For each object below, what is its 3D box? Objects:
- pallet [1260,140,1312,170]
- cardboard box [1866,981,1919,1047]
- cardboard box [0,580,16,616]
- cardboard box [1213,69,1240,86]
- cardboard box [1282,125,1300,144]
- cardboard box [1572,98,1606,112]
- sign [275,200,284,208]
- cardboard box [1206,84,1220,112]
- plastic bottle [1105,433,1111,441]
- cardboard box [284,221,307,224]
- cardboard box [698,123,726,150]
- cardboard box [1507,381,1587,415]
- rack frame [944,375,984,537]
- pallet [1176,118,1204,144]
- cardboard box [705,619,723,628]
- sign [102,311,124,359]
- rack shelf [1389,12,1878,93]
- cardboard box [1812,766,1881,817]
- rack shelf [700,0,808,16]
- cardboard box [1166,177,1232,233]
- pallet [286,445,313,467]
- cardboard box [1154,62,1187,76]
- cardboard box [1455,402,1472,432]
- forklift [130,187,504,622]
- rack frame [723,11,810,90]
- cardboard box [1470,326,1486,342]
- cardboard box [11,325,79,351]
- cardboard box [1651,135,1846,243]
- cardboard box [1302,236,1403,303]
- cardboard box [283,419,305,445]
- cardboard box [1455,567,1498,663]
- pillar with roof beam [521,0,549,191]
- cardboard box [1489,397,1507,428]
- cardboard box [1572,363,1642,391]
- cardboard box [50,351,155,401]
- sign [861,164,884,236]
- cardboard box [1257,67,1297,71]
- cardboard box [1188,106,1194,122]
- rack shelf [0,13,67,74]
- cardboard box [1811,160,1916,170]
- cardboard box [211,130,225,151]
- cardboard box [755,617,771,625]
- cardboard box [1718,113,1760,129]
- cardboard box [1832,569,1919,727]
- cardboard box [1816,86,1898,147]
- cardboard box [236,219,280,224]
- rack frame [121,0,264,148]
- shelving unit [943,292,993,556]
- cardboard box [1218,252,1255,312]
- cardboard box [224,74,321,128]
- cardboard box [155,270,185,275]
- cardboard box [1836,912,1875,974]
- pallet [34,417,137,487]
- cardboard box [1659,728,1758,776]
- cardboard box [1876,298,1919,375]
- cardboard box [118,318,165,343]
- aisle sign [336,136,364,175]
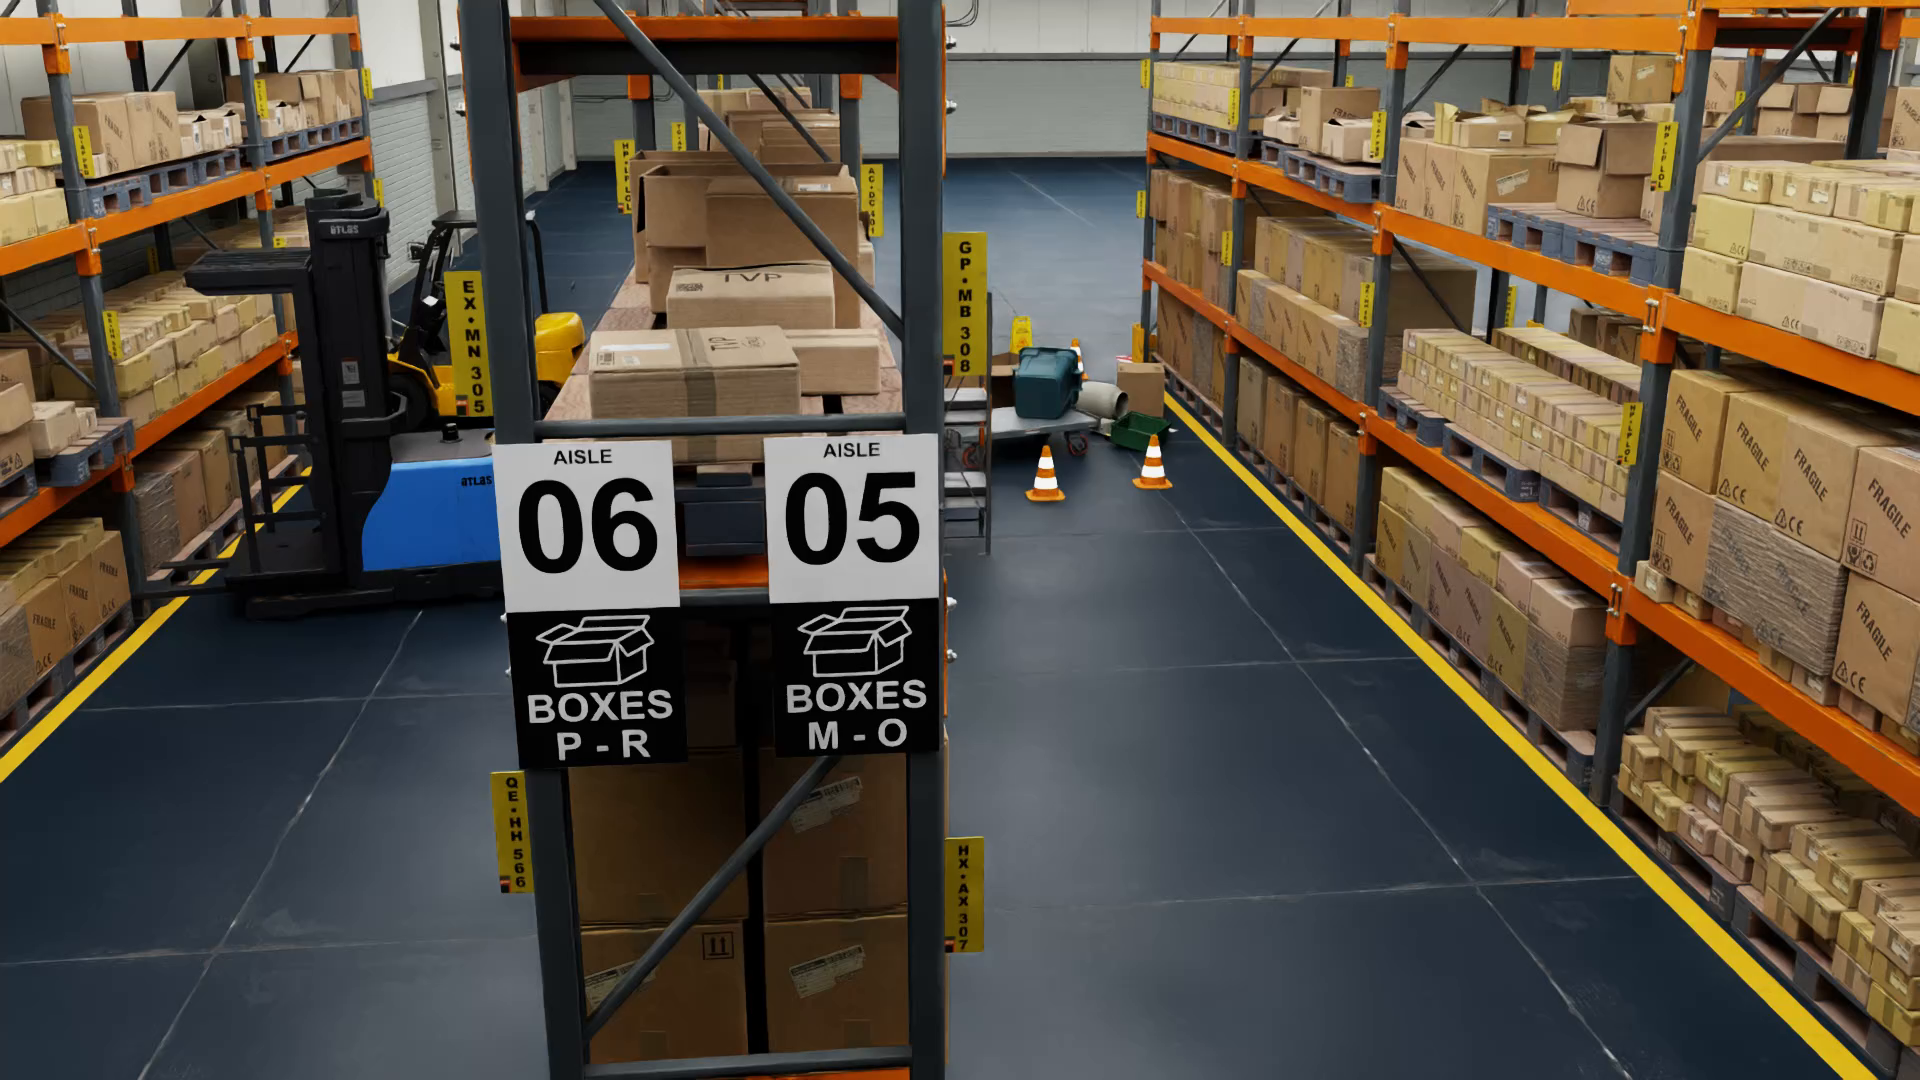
[{"bbox_3d":[3.277,-3.458,14.996,0.805,0.209,1.217,-2,18,-8],"label":"pallet"},{"bbox_3d":[3.914,1.892,6.700,0.380,0.149,0.250,-3,18,-8],"label":"cardboard box"},{"bbox_3d":[-5.892,0.357,9.921,0.380,0.149,0.250,-3,18,-8],"label":"cardboard box"},{"bbox_3d":[2.728,-4.579,16.467,0.380,0.149,0.250,-2,18,-6],"label":"cardboard box"},{"bbox_3d":[3.020,-3.524,14.437,0.380,0.149,0.250,-2,18,-6],"label":"cardboard box"},{"bbox_3d":[7.394,-5.085,19.444,0.380,0.149,0.250,-1,17,-4],"label":"cardboard box"},{"bbox_3d":[-7.682,-3.680,18.813,0.100,0.325,0.005,-2,18,-6],"label":"sign"},{"bbox_3d":[2.776,-4.429,16.655,0.500,0.250,0.500,-2,18,-6],"label":"cardboard box"},{"bbox_3d":[1.604,-1.024,16.836,0.133,0.061,0.283,-12,21,-34],"label":"plastic bottle"},{"bbox_3d":[-6.718,-3.186,17.072,0.380,0.149,0.250,-2,17,-5],"label":"cardboard box"},{"bbox_3d":[-1.991,-3.280,13.659,0.500,0.250,0.500,-2,18,-6],"label":"cardboard box"},{"bbox_3d":[3.590,-0.873,10.175,0.380,0.149,0.250,-3,18,-8],"label":"cardboard box"},{"bbox_3d":[-0.008,-1.025,13.437,0.400,2.100,0.015,-2,18,-6],"label":"rack frame"},{"bbox_3d":[2.937,-4.386,17.779,1.003,0.211,1.213,-2,18,-6],"label":"pallet"},{"bbox_3d":[-0.924,0.208,5.089,0.380,0.149,0.250,-1,17,-4],"label":"cardboard box"},{"bbox_3d":[-5.765,-1.395,11.312,0.100,0.325,0.005,-2,18,-6],"label":"sign"},{"bbox_3d":[3.752,-2.931,9.857,1.077,0.370,4.000,-2,18,-6],"label":"rack shelf"},{"bbox_3d":[4.302,1.196,7.925,0.380,0.149,0.250,-1,17,-4],"label":"cardboard box"},{"bbox_3d":[-1.986,-5.320,16.807,1.077,0.370,4.000,-2,18,-6],"label":"rack shelf"},{"bbox_3d":[2.792,-3.725,18.480,0.875,0.550,0.550,-2,18,-6],"label":"cardboard box"},{"bbox_3d":[-6.757,-0.960,16.384,1.003,0.211,1.213,-2,18,-6],"label":"pallet"},{"bbox_3d":[2.439,-5.412,19.121,0.380,0.149,0.250,-2,17,-5],"label":"cardboard box"},{"bbox_3d":[3.507,-0.819,10.998,0.380,0.149,0.250,-1,17,-4],"label":"cardboard box"},{"bbox_3d":[-4.851,-0.991,11.939,3.031,2.935,1.130,-5,18,-15],"label":"forklift"},{"bbox_3d":[-2.192,-6.261,18.597,1.000,3.000,0.127,-2,18,-6],"label":"rack frame"},{"bbox_3d":[3.768,-1.388,12.924,0.500,0.500,0.500,-2,17,-5],"label":"cardboard box"},{"bbox_3d":[-6.643,-1.462,12.077,0.380,0.149,0.250,-2,18,-6],"label":"cardboard box"},{"bbox_3d":[4.029,-1.802,8.534,0.700,0.500,0.500,-2,18,-6],"label":"cardboard box"},{"bbox_3d":[3.348,-2.313,14.200,0.700,0.500,0.500,-2,18,-6],"label":"cardboard box"},{"bbox_3d":[-6.437,-1.095,16.048,0.500,0.250,0.500,-2,18,-5],"label":"cardboard box"},{"bbox_3d":[3.531,0.467,10.654,0.500,0.500,0.500,-2,18,-7],"label":"cardboard box"},{"bbox_3d":[-6.147,-13.155,40.555,9.100,9.000,0.400,-2,18,-6],"label":"pillar with roof beam"},{"bbox_3d":[3.562,-0.807,10.460,0.380,0.149,0.250,-1,17,-4],"label":"cardboard box"},{"bbox_3d":[4.184,-1.046,10.725,0.380,0.149,0.250,-1,17,-3],"label":"cardboard box"},{"bbox_3d":[-6.082,-1.168,11.806,0.500,0.250,0.500,-2,18,-6],"label":"cardboard box"},{"bbox_3d":[-0.403,-1.557,7.625,0.100,0.325,0.005,-2,18,-6],"label":"sign"},{"bbox_3d":[3.302,-4.828,17.260,0.380,0.149,0.250,-2,18,-6],"label":"cardboard box"},{"bbox_3d":[2.620,-4.503,17.555,0.380,0.149,0.250,-2,18,-6],"label":"cardboard box"},{"bbox_3d":[-6.098,-2.593,8.782,1.077,0.370,4.000,-2,18,-6],"label":"rack shelf"},{"bbox_3d":[4.263,-1.710,7.859,0.380,0.149,0.250,-3,18,-8],"label":"cardboard box"},{"bbox_3d":[-6.301,-3.294,13.704,0.380,0.149,0.250,-2,18,-6],"label":"cardboard box"},{"bbox_3d":[-0.368,0.538,5.120,0.500,0.500,0.500,-2,18,-7],"label":"cardboard box"},{"bbox_3d":[7.757,-4.151,16.468,0.380,0.149,0.250,-1,17,-4],"label":"cardboard box"},{"bbox_3d":[3.918,0.416,6.680,0.500,0.500,0.500,-1,17,-3],"label":"cardboard box"},{"bbox_3d":[8.126,-3.770,14.797,0.797,0.503,0.637,-1,17,-3],"label":"cardboard box"},{"bbox_3d":[-7.280,-3.246,17.263,0.380,0.149,0.250,-2,18,-7],"label":"cardboard box"},{"bbox_3d":[-6.716,-4.915,14.309,1.000,3.000,0.127,-2,18,-6],"label":"rack frame"},{"bbox_3d":[0.017,-0.952,13.205,0.431,2.100,0.503,-2,18,-6],"label":"shelving unit"},{"bbox_3d":[3.084,-2.571,16.609,0.875,0.550,0.550,-2,18,-6],"label":"cardboard box"},{"bbox_3d":[-6.812,-4.365,16.524,0.797,0.503,0.637,-1,17,-4],"label":"cardboard box"},{"bbox_3d":[-6.893,-2.298,14.741,0.380,0.149,0.250,-2,18,-7],"label":"cardboard box"},{"bbox_3d":[3.903,1.669,6.915,0.380,0.149,0.250,-1,17,-3],"label":"cardboard box"},{"bbox_3d":[-6.164,-0.570,10.804,1.213,0.211,1.003,-2,18,-6],"label":"pallet"},{"bbox_3d":[3.758,1.062,8.351,0.380,0.149,0.250,-1,17,-3],"label":"cardboard box"},{"bbox_3d":[3.889,-0.760,6.331,0.500,0.250,0.500,-1,17,-3],"label":"cardboard box"},{"bbox_3d":[-6.164,-1.555,12.372,0.380,0.149,0.250,-2,17,-5],"label":"cardboard box"},{"bbox_3d":[-6.844,-4.513,18.705,0.394,0.787,0.004,-2,18,-6],"label":"aisle sign"}]
